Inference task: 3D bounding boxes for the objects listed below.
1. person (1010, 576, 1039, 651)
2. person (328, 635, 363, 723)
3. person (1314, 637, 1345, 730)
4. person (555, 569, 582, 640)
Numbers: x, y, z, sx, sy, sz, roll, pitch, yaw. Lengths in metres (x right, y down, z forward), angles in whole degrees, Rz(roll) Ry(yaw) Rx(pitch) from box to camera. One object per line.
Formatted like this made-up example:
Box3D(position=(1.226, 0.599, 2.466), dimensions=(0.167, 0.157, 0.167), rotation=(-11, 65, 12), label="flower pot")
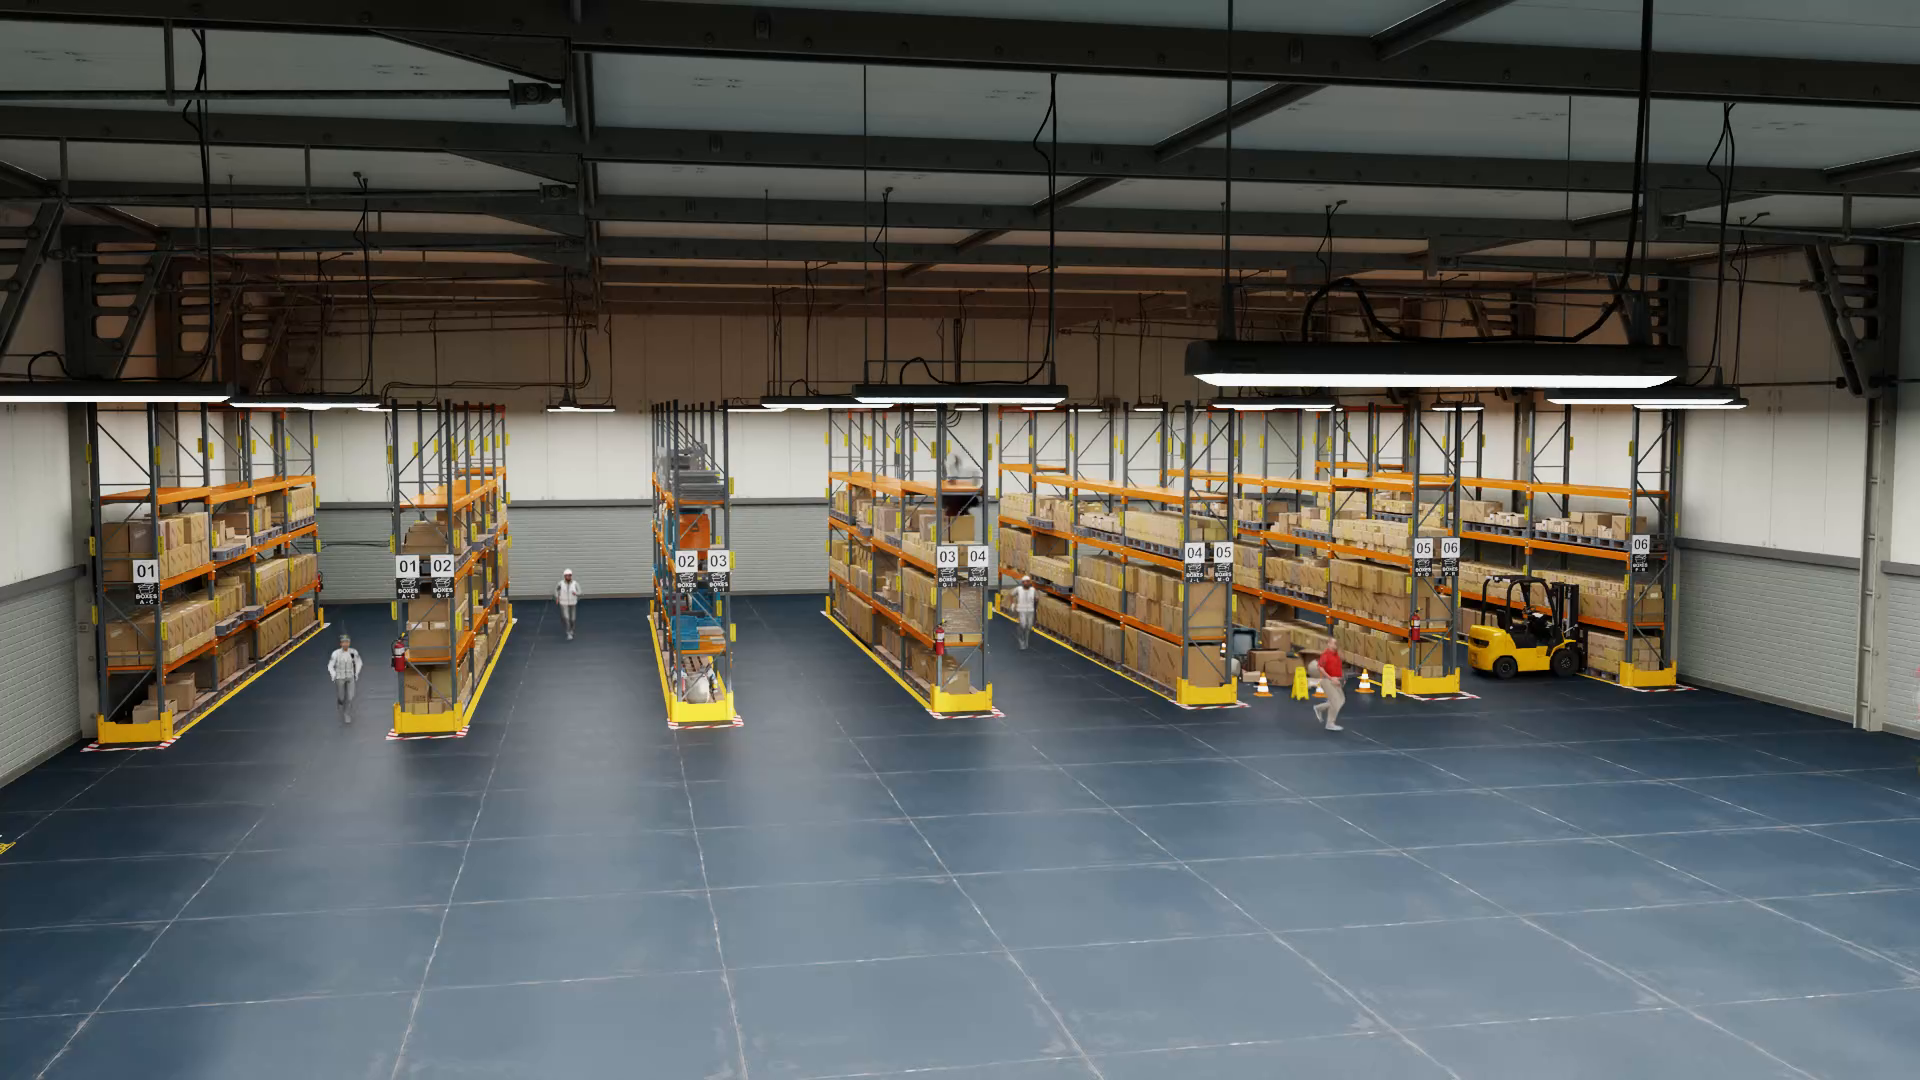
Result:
Box3D(position=(1.601, 1.782, 40.534), dimensions=(0.659, 1.832, 0.753), rotation=(-1, 4, -15), label="person")
Box3D(position=(-11.489, 2.566, 31.103), dimensions=(0.603, 1.648, 0.593), rotation=(-2, 5, -25), label="person")
Box3D(position=(6.700, 2.632, 30.249), dimensions=(0.632, 1.604, 0.710), rotation=(3, 5, 36), label="person")
Box3D(position=(-9.972, 1.622, 42.373), dimensions=(0.657, 1.757, 0.952), rotation=(-2, 5, -19), label="person")
